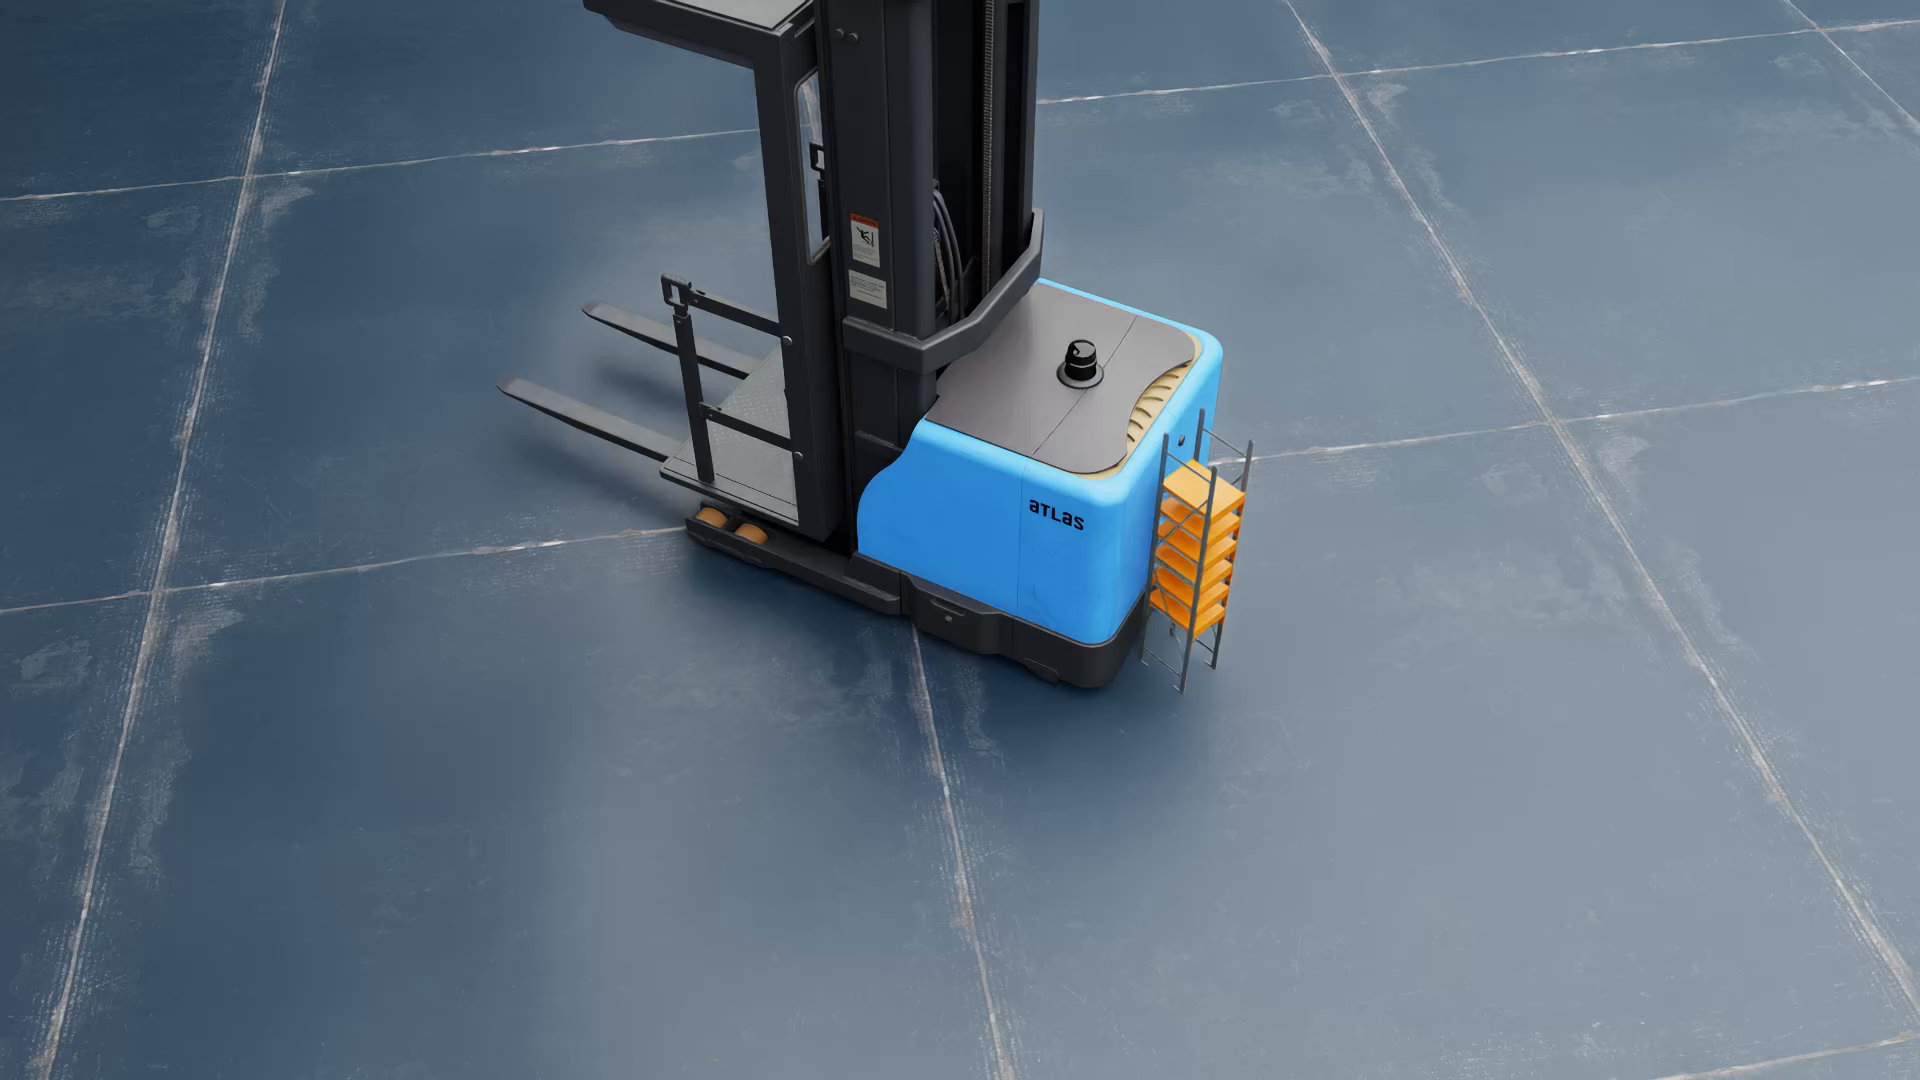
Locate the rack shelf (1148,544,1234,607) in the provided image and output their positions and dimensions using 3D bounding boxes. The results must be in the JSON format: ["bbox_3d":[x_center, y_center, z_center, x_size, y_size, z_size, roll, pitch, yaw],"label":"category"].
[{"bbox_3d":[0.842,0.099,6.076,0.180,0.103,0.258,-34,55,-28],"label":"rack shelf"}]

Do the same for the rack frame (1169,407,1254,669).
[{"bbox_3d":[0.909,0.024,6.086,0.006,1.200,0.240,-34,55,-28],"label":"rack frame"}]

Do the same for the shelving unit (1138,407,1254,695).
[{"bbox_3d":[0.842,0.068,6.044,0.189,1.200,0.258,-34,55,-28],"label":"shelving unit"}]

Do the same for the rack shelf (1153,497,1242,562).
[{"bbox_3d":[0.841,-0.067,5.902,0.180,0.103,0.258,-34,55,-28],"label":"rack shelf"}]

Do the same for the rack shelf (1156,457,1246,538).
[{"bbox_3d":[0.841,-0.150,5.816,0.180,0.103,0.258,-34,55,-28],"label":"rack shelf"}]

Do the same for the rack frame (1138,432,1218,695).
[{"bbox_3d":[0.774,0.113,6.001,0.006,1.200,0.240,-34,55,-28],"label":"rack frame"}]

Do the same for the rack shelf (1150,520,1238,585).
[{"bbox_3d":[0.842,0.016,5.989,0.180,0.103,0.258,-34,55,-28],"label":"rack shelf"}]

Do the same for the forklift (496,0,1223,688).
[{"bbox_3d":[-0.548,-1.232,6.095,3.031,2.935,1.130,21,50,19],"label":"forklift"}]

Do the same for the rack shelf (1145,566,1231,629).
[{"bbox_3d":[0.842,0.182,6.162,0.180,0.103,0.258,-34,55,-28],"label":"rack shelf"}]

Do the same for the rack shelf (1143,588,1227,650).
[{"bbox_3d":[0.843,0.265,6.249,0.180,0.103,0.258,-34,55,-28],"label":"rack shelf"}]
